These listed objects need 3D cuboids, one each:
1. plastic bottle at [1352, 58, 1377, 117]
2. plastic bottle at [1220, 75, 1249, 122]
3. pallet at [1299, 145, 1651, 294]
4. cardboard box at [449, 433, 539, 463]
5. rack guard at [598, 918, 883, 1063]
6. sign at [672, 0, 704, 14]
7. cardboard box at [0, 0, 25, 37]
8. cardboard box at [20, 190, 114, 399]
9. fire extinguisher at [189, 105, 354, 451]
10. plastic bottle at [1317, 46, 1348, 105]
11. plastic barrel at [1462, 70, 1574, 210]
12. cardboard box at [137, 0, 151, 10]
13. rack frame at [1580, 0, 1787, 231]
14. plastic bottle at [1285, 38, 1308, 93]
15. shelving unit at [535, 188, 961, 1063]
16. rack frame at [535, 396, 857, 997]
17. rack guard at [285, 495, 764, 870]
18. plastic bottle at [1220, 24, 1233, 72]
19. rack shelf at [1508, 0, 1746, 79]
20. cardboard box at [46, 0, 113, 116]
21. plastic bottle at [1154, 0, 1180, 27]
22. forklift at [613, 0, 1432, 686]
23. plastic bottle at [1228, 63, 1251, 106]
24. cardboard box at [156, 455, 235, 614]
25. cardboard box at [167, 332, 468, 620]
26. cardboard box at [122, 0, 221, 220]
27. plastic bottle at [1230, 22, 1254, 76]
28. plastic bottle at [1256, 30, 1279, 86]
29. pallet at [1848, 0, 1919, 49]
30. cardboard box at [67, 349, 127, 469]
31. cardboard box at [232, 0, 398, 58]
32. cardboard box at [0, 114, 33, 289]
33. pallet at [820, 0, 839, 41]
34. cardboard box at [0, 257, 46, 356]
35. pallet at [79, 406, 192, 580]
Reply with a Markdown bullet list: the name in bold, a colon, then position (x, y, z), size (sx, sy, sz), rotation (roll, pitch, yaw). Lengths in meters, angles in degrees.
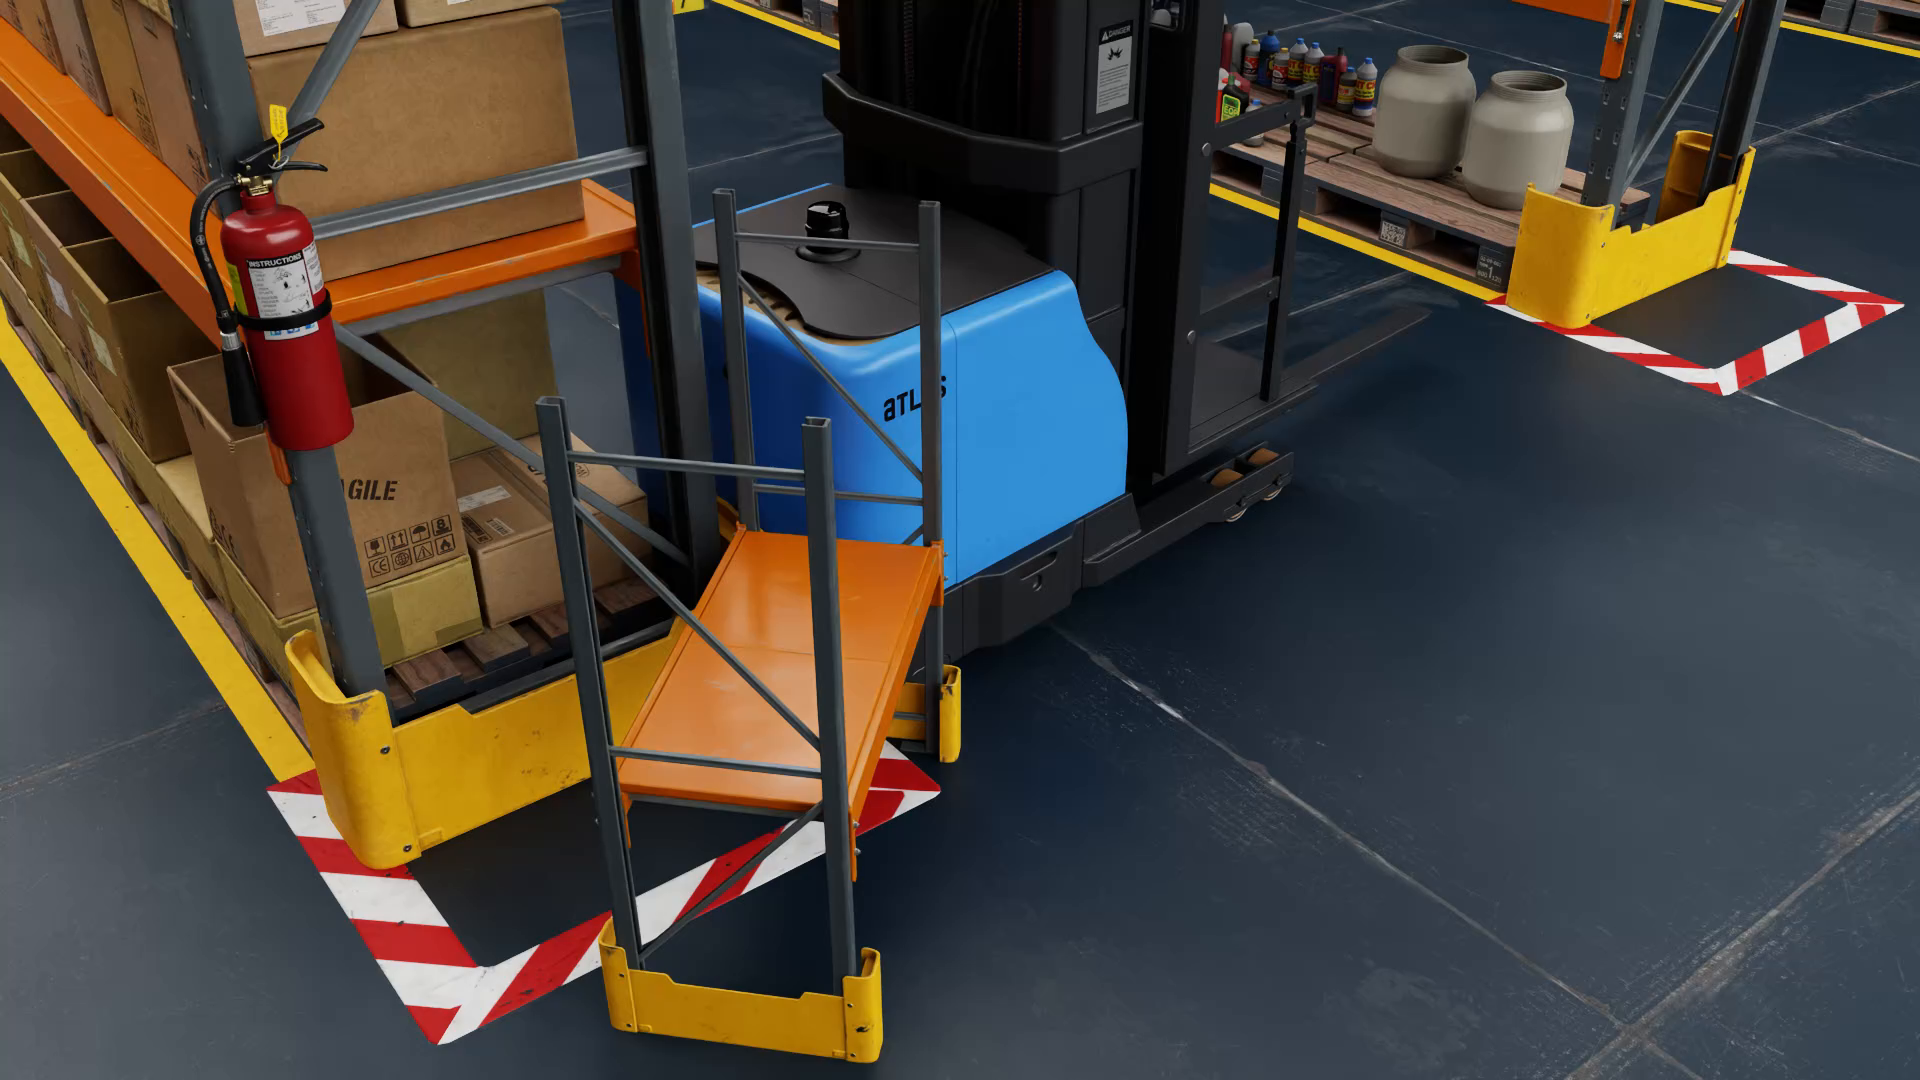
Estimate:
- **plastic bottle**: position (1.990, -2.227, 8.161), size (0.097, 0.271, 0.097), rotation (0, 32, 0)
- **plastic bottle**: position (1.297, -2.042, 7.852), size (0.061, 0.283, 0.133), rotation (-21, 38, -30)
- **pallet**: position (2.278, -1.515, 7.489), size (1.003, 0.211, 1.213), rotation (-22, 38, -31)
- **cardboard box**: position (-1.522, -0.255, 5.025), size (0.500, 0.250, 0.500), rotation (-22, 38, -31)
- **rack guard**: position (-0.457, 0.945, 3.492), size (0.587, 0.250, 0.087), rotation (5, 32, 8)
- **sign**: position (-0.617, -1.320, 3.637), size (0.100, 0.325, 0.005), rotation (-22, 38, -31)
- **cardboard box**: position (-2.907, -2.051, 5.614), size (0.700, 0.500, 0.500), rotation (-23, 38, -32)
- **cardboard box**: position (-2.554, -0.819, 5.222), size (0.500, 0.500, 0.500), rotation (-22, 38, -31)
- **fire extinguisher**: position (-1.354, -0.509, 3.300), size (0.296, 0.674, 0.183), rotation (-22, 38, -31)
- **plastic bottle**: position (1.865, -2.332, 8.320), size (0.061, 0.283, 0.133), rotation (-22, 38, -31)
- **plastic barrel**: position (2.392, -1.714, 7.126), size (0.421, 0.512, 0.421), rotation (0, 32, 0)
- **cardboard box**: position (-1.763, -1.372, 3.907), size (0.380, 0.149, 0.250), rotation (-23, 38, -32)
- **rack frame**: position (2.855, -2.343, 6.179), size (1.000, 3.000, 0.127), rotation (-22, 38, -31)
- **plastic bottle**: position (1.718, -2.411, 8.459), size (0.097, 0.271, 0.097), rotation (0, 32, 0)
- **shelving unit**: position (-0.374, 0.155, 3.579), size (0.587, 1.500, 1.083), rotation (5, 32, 8)
- **rack frame**: position (-0.461, 0.424, 3.146), size (0.500, 1.500, 0.032), rotation (5, 32, 8)
- **rack guard**: position (-1.045, 0.330, 4.244), size (1.175, 0.500, 0.348), rotation (-22, 38, -31)
- **plastic bottle**: position (1.354, -2.549, 8.669), size (0.061, 0.283, 0.133), rotation (-22, 38, -31)
- **rack shelf**: position (1.629, -2.871, 7.711), size (1.077, 0.370, 4.000), rotation (-22, 38, -31)
- **cardboard box**: position (-2.287, -1.627, 4.932), size (0.700, 0.500, 0.500), rotation (-21, 38, -30)
- **plastic bottle**: position (1.143, -2.816, 9.035), size (0.144, 0.351, 0.185), rotation (-24, 39, -34)
- **forklift**: position (0.449, -1.478, 4.852), size (3.031, 2.935, 1.130), rotation (-27, 41, -37)
- **plastic bottle**: position (1.334, -2.148, 8.023), size (0.061, 0.283, 0.133), rotation (-22, 38, -31)
- **cardboard box**: position (-1.938, -0.084, 4.751), size (0.500, 0.250, 0.500), rotation (-22, 38, -31)
- **cardboard box**: position (-1.623, -0.198, 4.223), size (0.500, 0.500, 0.500), rotation (-22, 38, -31)
- **cardboard box**: position (-1.662, -1.200, 4.244), size (0.700, 0.500, 0.500), rotation (-21, 38, -30)
- **plastic bottle**: position (1.437, -2.581, 8.727), size (0.152, 0.276, 0.135), rotation (-22, 38, -31)
- **plastic bottle**: position (1.594, -2.496, 8.595), size (0.097, 0.271, 0.097), rotation (0, 32, 0)
- **pallet**: position (6.251, -3.142, 10.109), size (1.003, 0.211, 1.213), rotation (-22, 38, -31)
- **cardboard box**: position (-2.551, -0.501, 5.422), size (0.500, 0.250, 0.500), rotation (-22, 38, -31)
- **cardboard box**: position (-1.444, -1.157, 3.561), size (0.380, 0.149, 0.250), rotation (-23, 39, -32)
- **cardboard box**: position (-3.163, -1.237, 5.896), size (0.500, 0.500, 0.500), rotation (-22, 38, -31)
- **pallet**: position (-0.110, -3.140, 10.105), size (1.003, 0.211, 1.213), rotation (-22, 38, -31)
- **cardboard box**: position (-3.165, -0.918, 6.092), size (0.500, 0.250, 0.500), rotation (-22, 38, -31)
- **pallet**: position (-2.306, -0.370, 5.646), size (1.003, 0.211, 1.213), rotation (-22, 38, -31)
